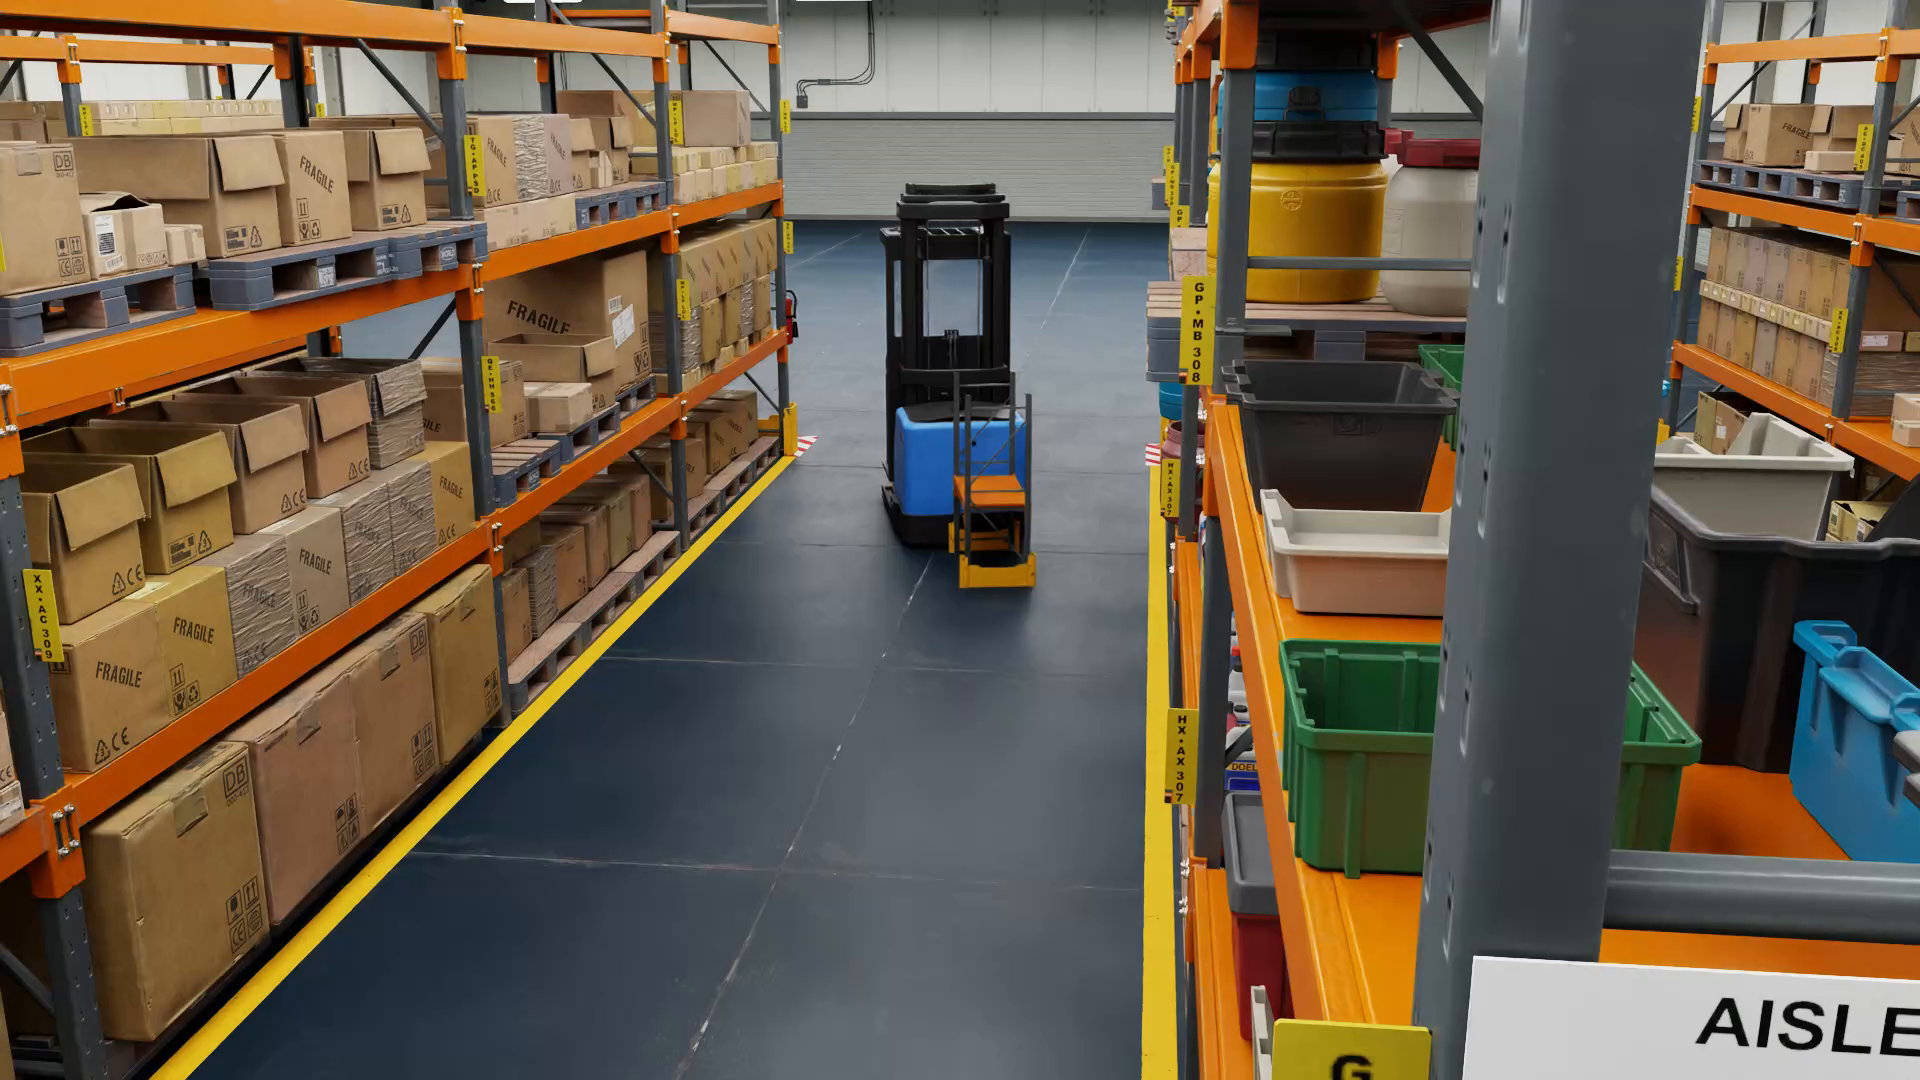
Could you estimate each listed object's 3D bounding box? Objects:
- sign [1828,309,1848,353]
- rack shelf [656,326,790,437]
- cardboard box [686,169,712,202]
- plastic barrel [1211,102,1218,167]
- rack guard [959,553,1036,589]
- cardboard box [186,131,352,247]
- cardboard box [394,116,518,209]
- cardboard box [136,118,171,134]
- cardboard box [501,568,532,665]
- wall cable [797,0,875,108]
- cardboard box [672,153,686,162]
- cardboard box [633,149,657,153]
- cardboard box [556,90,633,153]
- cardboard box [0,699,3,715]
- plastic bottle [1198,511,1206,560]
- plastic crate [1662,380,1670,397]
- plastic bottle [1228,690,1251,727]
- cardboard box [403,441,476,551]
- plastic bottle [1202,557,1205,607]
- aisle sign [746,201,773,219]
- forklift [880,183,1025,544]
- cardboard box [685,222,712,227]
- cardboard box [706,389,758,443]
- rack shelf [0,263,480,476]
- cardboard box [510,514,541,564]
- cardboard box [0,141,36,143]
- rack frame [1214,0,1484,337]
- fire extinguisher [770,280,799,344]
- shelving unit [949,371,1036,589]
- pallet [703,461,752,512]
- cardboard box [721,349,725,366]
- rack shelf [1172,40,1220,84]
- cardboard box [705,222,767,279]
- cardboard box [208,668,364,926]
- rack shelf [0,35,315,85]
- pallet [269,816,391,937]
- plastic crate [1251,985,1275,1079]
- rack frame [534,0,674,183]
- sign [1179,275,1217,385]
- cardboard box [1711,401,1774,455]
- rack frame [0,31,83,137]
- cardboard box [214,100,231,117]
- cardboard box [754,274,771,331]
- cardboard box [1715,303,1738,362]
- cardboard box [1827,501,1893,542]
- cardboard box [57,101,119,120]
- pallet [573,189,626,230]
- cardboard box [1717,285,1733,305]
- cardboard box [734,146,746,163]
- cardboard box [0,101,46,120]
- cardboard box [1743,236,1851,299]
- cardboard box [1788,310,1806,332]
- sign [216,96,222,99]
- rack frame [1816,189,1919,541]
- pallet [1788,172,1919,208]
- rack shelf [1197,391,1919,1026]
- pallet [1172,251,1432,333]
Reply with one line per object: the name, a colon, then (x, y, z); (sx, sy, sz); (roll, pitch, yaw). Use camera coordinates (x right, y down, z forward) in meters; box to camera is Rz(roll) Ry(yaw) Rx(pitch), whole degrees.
sign: (6.527, -1.556, 12.359); (0.100, 0.325, 0.005); (2, 15, 6)
rack shelf: (-2.538, -1.548, 15.519); (1.077, 0.370, 4.000); (2, 15, 6)
cardboard box: (-2.404, -2.999, 14.046); (0.500, 0.250, 0.500); (2, 15, 6)
plastic barrel: (2.607, -3.710, 15.225); (0.600, 0.588, 0.600); (0, 15, 0)
rack guard: (0.288, 0.237, 12.808); (0.587, 0.250, 0.087); (-1, 15, -5)
cardboard box: (-3.222, -1.651, 7.780); (0.500, 0.500, 0.500); (3, 15, 9)
cardboard box: (-2.906, -2.191, 9.623); (0.500, 0.500, 0.500); (2, 15, 7)
cardboard box: (-7.292, -3.569, 14.588); (0.500, 0.250, 0.500); (2, 15, 6)
cardboard box: (-3.159, 0.481, 10.583); (0.700, 0.500, 0.500); (1, 15, 3)
wall cable: (-3.603, -15.457, 47.570); (2.305, 6.003, 0.169); (2, 15, 6)
cardboard box: (-2.458, -3.091, 13.623); (0.380, 0.149, 0.250); (1, 15, 4)
cardboard box: (-2.843, -3.309, 14.429); (0.380, 0.149, 0.250); (2, 15, 8)
cardboard box: (-2.966, -3.382, 13.457); (0.500, 0.500, 0.500); (1, 15, 5)
cardboard box: (-3.452, 0.392, 5.246); (0.500, 0.500, 0.500); (2, 15, 8)
plastic bottle: (1.336, -0.031, 8.767); (0.152, 0.276, 0.135); (2, 15, 6)
plastic crate: (1.470, -0.277, 4.016); (0.416, 0.233, 0.300); (2, 15, 6)
plastic bottle: (1.020, 0.698, 6.073); (0.152, 0.276, 0.135); (2, 15, 6)
cardboard box: (-3.024, -0.252, 9.156); (0.500, 0.500, 0.500); (2, 15, 8)
plastic bottle: (1.198, 0.179, 7.977); (0.061, 0.283, 0.133); (2, 15, 6)
aisle sign: (-2.007, -3.676, 17.030); (0.394, 0.787, 0.004); (2, 15, 6)
forklift: (-0.133, -1.720, 14.908); (1.130, 2.935, 3.031); (-2, 15, -7)
cardboard box: (-2.708, -2.824, 16.184); (0.500, 0.500, 0.500); (2, 15, 6)
cardboard box: (-2.399, -1.249, 17.017); (0.500, 0.500, 0.500); (5, 16, 17)
rack shelf: (-3.441, -0.921, 7.454); (1.077, 0.370, 4.000); (2, 15, 6)
cardboard box: (-3.119, -0.019, 10.996); (0.500, 0.250, 0.500); (3, 16, 13)
cardboard box: (-7.601, -2.988, 13.009); (0.500, 0.250, 0.500); (2, 15, 7)
rack frame: (1.255, -2.052, 4.510); (1.000, 3.000, 0.127); (2, 15, 6)
fire extinguisher: (-1.841, -2.393, 17.413); (0.296, 0.674, 0.183); (2, 15, 6)
shelving unit: (0.244, -0.496, 13.124); (0.587, 1.500, 1.083); (-1, 15, -5)
pallet: (-2.588, -0.523, 15.692); (1.003, 0.211, 1.213); (2, 15, 6)
cardboard box: (-2.324, -1.627, 14.914); (0.380, 0.149, 0.250); (2, 15, 6)
rack shelf: (2.383, -4.105, 14.248); (1.077, 0.370, 4.000); (2, 15, 6)
cardboard box: (-2.179, -2.809, 16.126); (0.500, 0.500, 0.500); (2, 15, 6)
cardboard box: (-3.514, 1.123, 7.529); (1.225, 0.875, 0.875); (1, 15, 4)
rack shelf: (-7.455, -4.423, 15.425); (1.077, 0.370, 4.000); (2, 15, 6)
pallet: (-3.519, 1.525, 8.119); (1.003, 0.211, 1.213); (2, 15, 6)
plastic crate: (0.900, 1.263, 3.857); (0.437, 0.282, 0.530); (2, 15, 6)
rack frame: (-2.764, -4.273, 12.723); (1.000, 3.000, 0.127); (2, 15, 6)
sign: (0.709, -0.625, 4.963); (0.100, 0.325, 0.005); (2, 15, 6)
cardboard box: (7.151, -0.966, 15.016); (0.500, 0.500, 0.500); (2, 15, 6)
rack frame: (-7.680, -4.445, 13.361); (1.000, 3.000, 0.127); (2, 15, 6)
cardboard box: (-7.102, -4.056, 15.627); (0.380, 0.149, 0.250); (2, 15, 7)
cardboard box: (-2.339, -2.331, 16.274); (0.875, 0.500, 0.500); (2, 15, 6)
cardboard box: (7.411, -1.912, 15.297); (0.700, 0.500, 0.500); (2, 15, 8)
cardboard box: (6.785, -0.130, 12.285); (0.500, 0.311, 0.500); (2, 15, 6)
cardboard box: (-7.302, -3.596, 13.925); (0.380, 0.149, 0.250); (2, 15, 7)
pallet: (-3.053, -2.308, 11.564); (1.213, 0.211, 1.003); (2, 15, 6)
cardboard box: (7.216, -2.254, 15.317); (0.380, 0.149, 0.250); (2, 15, 6)
cardboard box: (-2.187, -3.564, 15.372); (0.380, 0.149, 0.250); (1, 15, 3)
cardboard box: (-7.956, -3.616, 13.998); (0.380, 0.149, 0.250); (2, 15, 6)
cardboard box: (7.349, -2.394, 14.592); (0.700, 0.500, 0.500); (2, 15, 6)
cardboard box: (7.014, -1.786, 13.586); (0.380, 0.149, 0.250); (2, 15, 6)
sign: (-7.780, -4.512, 17.530); (0.100, 0.325, 0.005); (2, 15, 6)
rack frame: (7.079, -1.084, 12.424); (1.000, 3.000, 0.127); (2, 15, 6)
pallet: (7.150, -2.711, 12.865); (1.003, 0.211, 1.213); (2, 15, 6)
rack shelf: (1.029, 0.262, 3.078); (1.077, 0.370, 4.000); (2, 15, 6)
pallet: (1.371, -1.013, 6.777); (1.003, 0.211, 1.213); (2, 15, 6)
